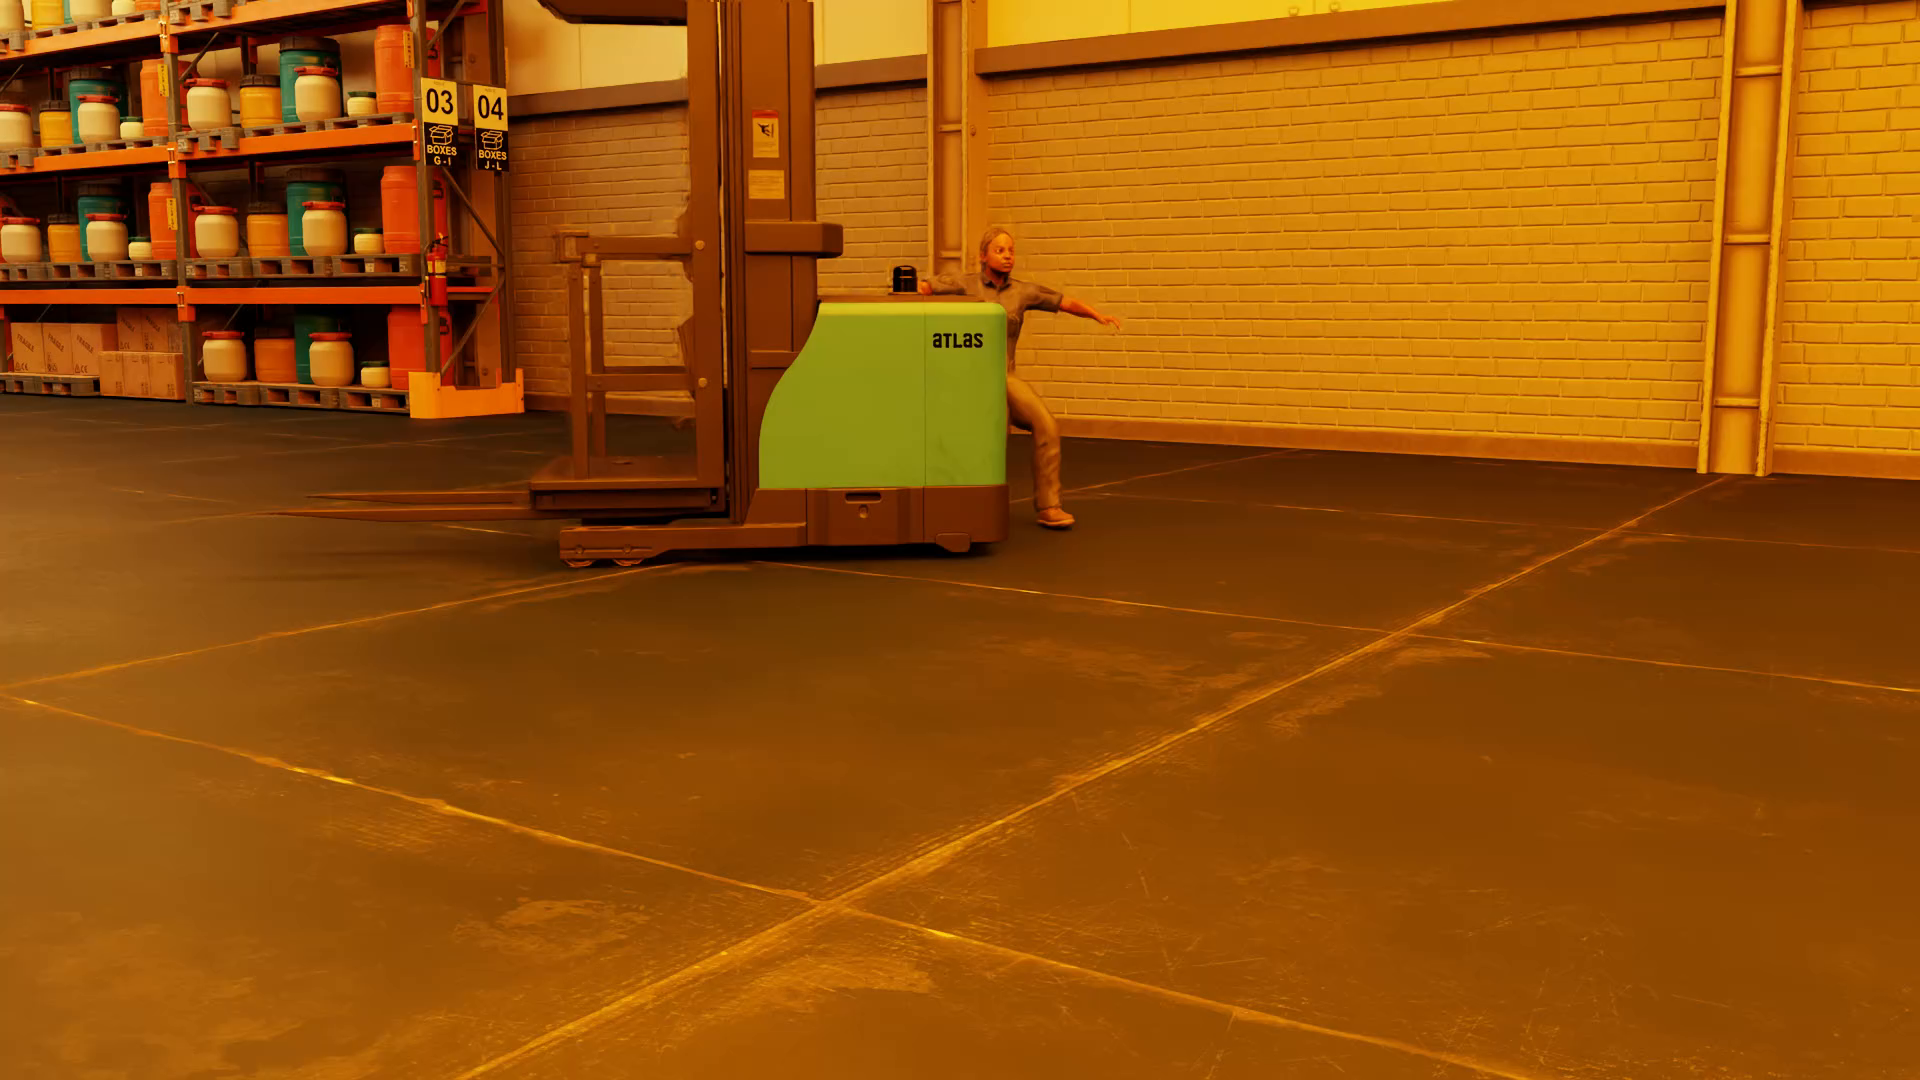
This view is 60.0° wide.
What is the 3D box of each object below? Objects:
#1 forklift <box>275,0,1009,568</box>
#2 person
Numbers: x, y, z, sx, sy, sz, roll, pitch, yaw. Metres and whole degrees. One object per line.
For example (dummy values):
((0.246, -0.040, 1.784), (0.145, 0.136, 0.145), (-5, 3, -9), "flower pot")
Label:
((-1.349, -1.417, 7.157), (3.031, 2.935, 1.130), (-1, 8, -8), "forklift")
((0.229, -0.794, 8.066), (1.020, 1.431, 0.788), (-4, 9, -28), "person")
